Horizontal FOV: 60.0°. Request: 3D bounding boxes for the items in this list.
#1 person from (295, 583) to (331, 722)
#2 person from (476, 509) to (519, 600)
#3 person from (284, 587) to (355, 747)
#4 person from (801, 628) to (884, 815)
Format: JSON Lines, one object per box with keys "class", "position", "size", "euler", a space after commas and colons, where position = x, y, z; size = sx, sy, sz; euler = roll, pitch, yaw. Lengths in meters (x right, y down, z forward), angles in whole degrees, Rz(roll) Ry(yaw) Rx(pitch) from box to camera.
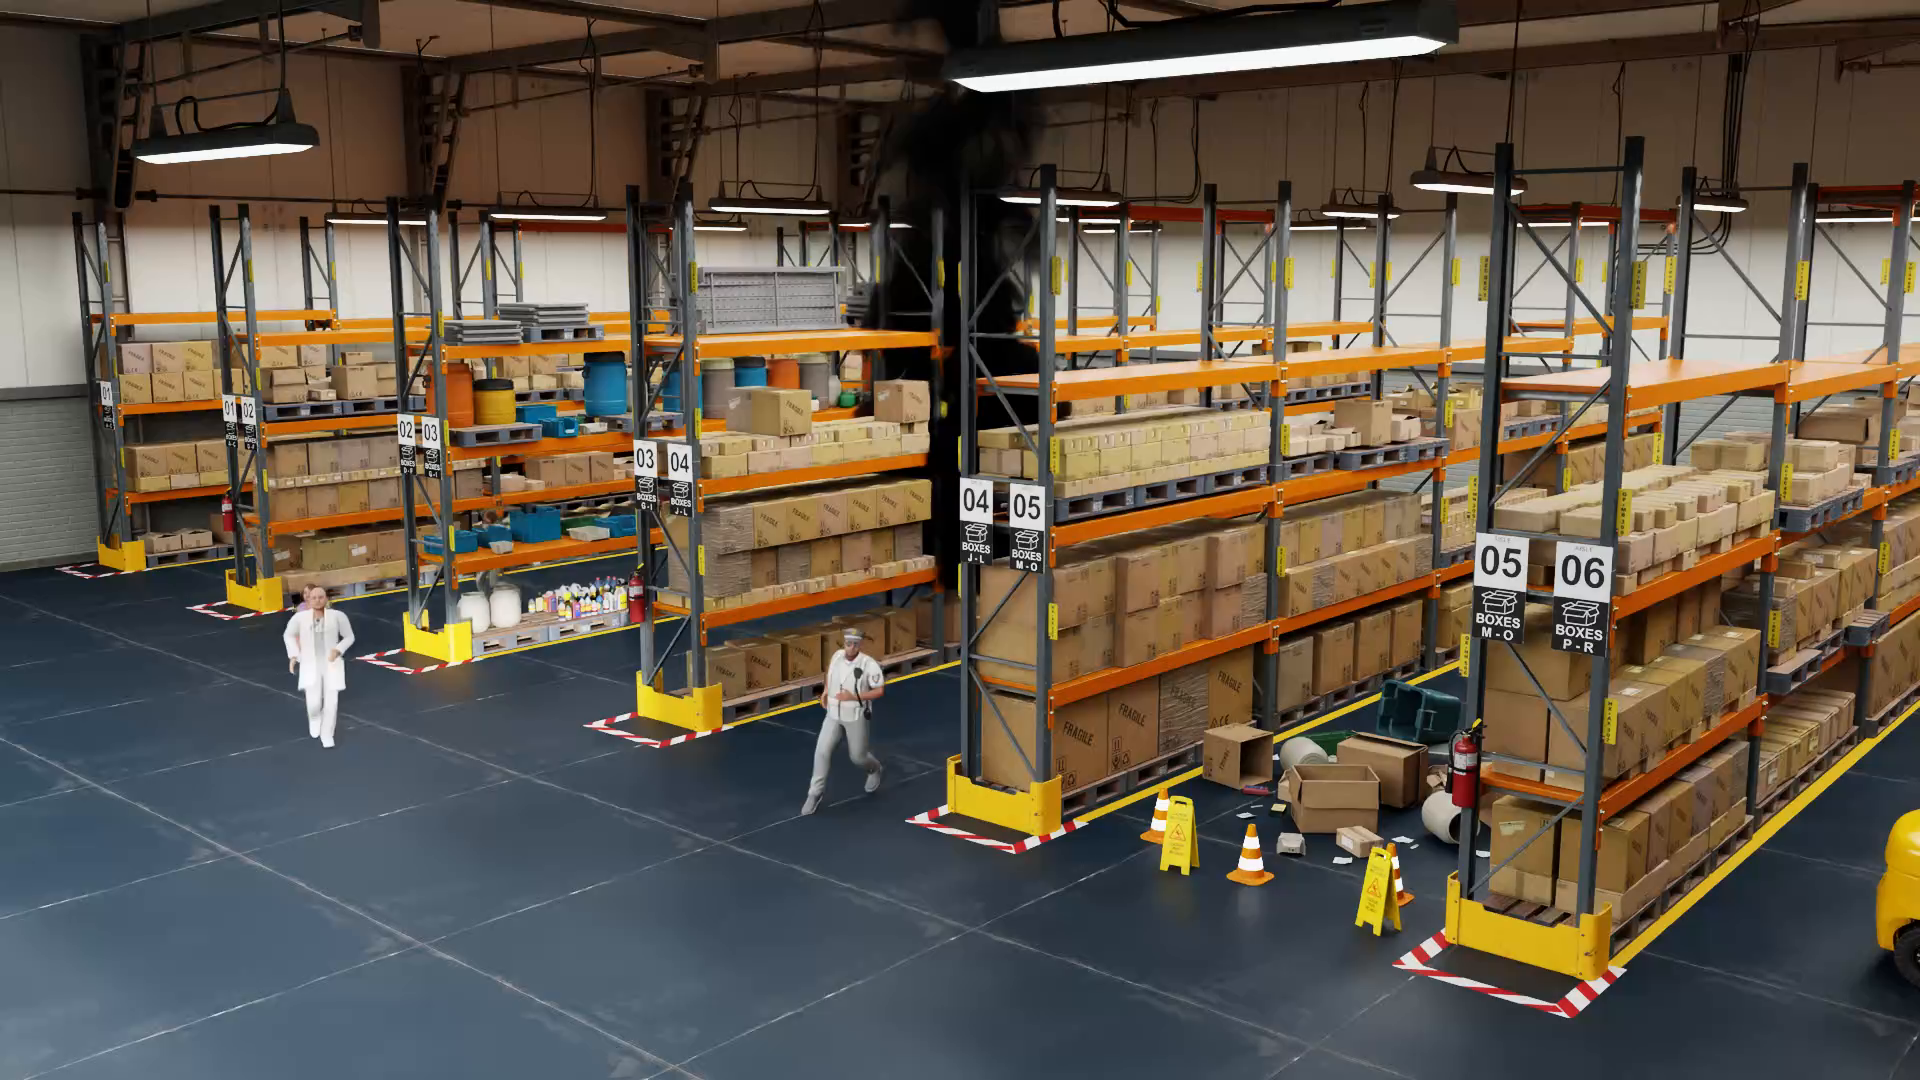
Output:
{"class": "person", "position": [-7.361, 1.263, 19.032], "size": [0.535, 1.582, 0.624], "euler": [-2, 10, -12]}
{"class": "person", "position": [-6.930, 0.313, 24.650], "size": [0.547, 1.564, 0.767], "euler": [8, 12, 39]}
{"class": "person", "position": [-6.845, 1.373, 17.822], "size": [0.715, 1.732, 0.624], "euler": [-4, 10, -21]}
{"class": "person", "position": [-1.042, 1.691, 15.935], "size": [0.680, 1.771, 0.967], "euler": [4, 10, 22]}
